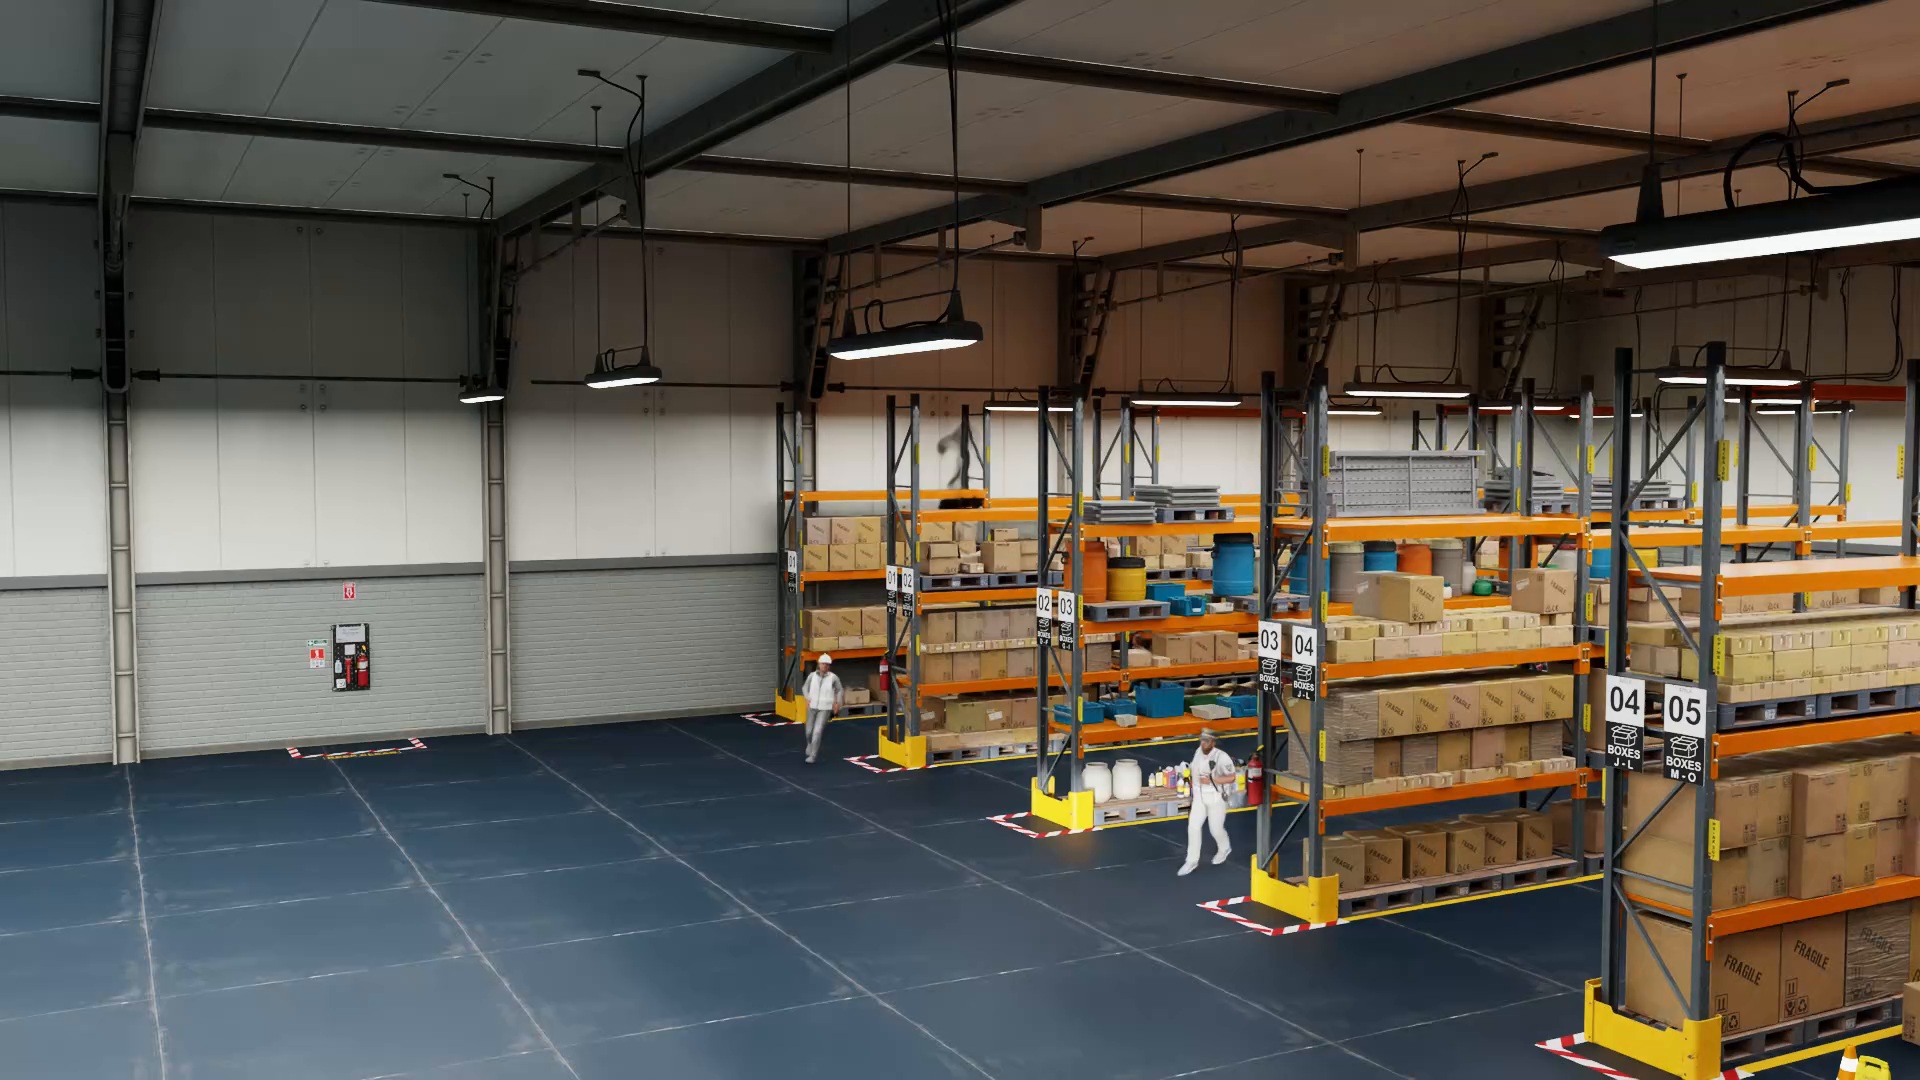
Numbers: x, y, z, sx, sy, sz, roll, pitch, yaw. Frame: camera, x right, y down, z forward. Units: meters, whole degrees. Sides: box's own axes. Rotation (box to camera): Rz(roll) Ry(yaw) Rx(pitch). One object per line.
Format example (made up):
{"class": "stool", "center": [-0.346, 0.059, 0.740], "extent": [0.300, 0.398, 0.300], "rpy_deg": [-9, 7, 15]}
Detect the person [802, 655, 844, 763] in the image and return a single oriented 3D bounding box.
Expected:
{"class": "person", "center": [-2.253, 2.744, 27.234], "extent": [0.693, 1.752, 0.838], "rpy_deg": [0, 3, 7]}

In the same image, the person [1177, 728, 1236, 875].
{"class": "person", "center": [3.099, 3.156, 20.161], "extent": [0.648, 1.825, 0.823], "rpy_deg": [3, 4, 39]}

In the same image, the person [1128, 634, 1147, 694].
{"class": "person", "center": [3.357, 2.571, 31.645], "extent": [0.636, 1.570, 0.511], "rpy_deg": [-1, 3, -22]}
